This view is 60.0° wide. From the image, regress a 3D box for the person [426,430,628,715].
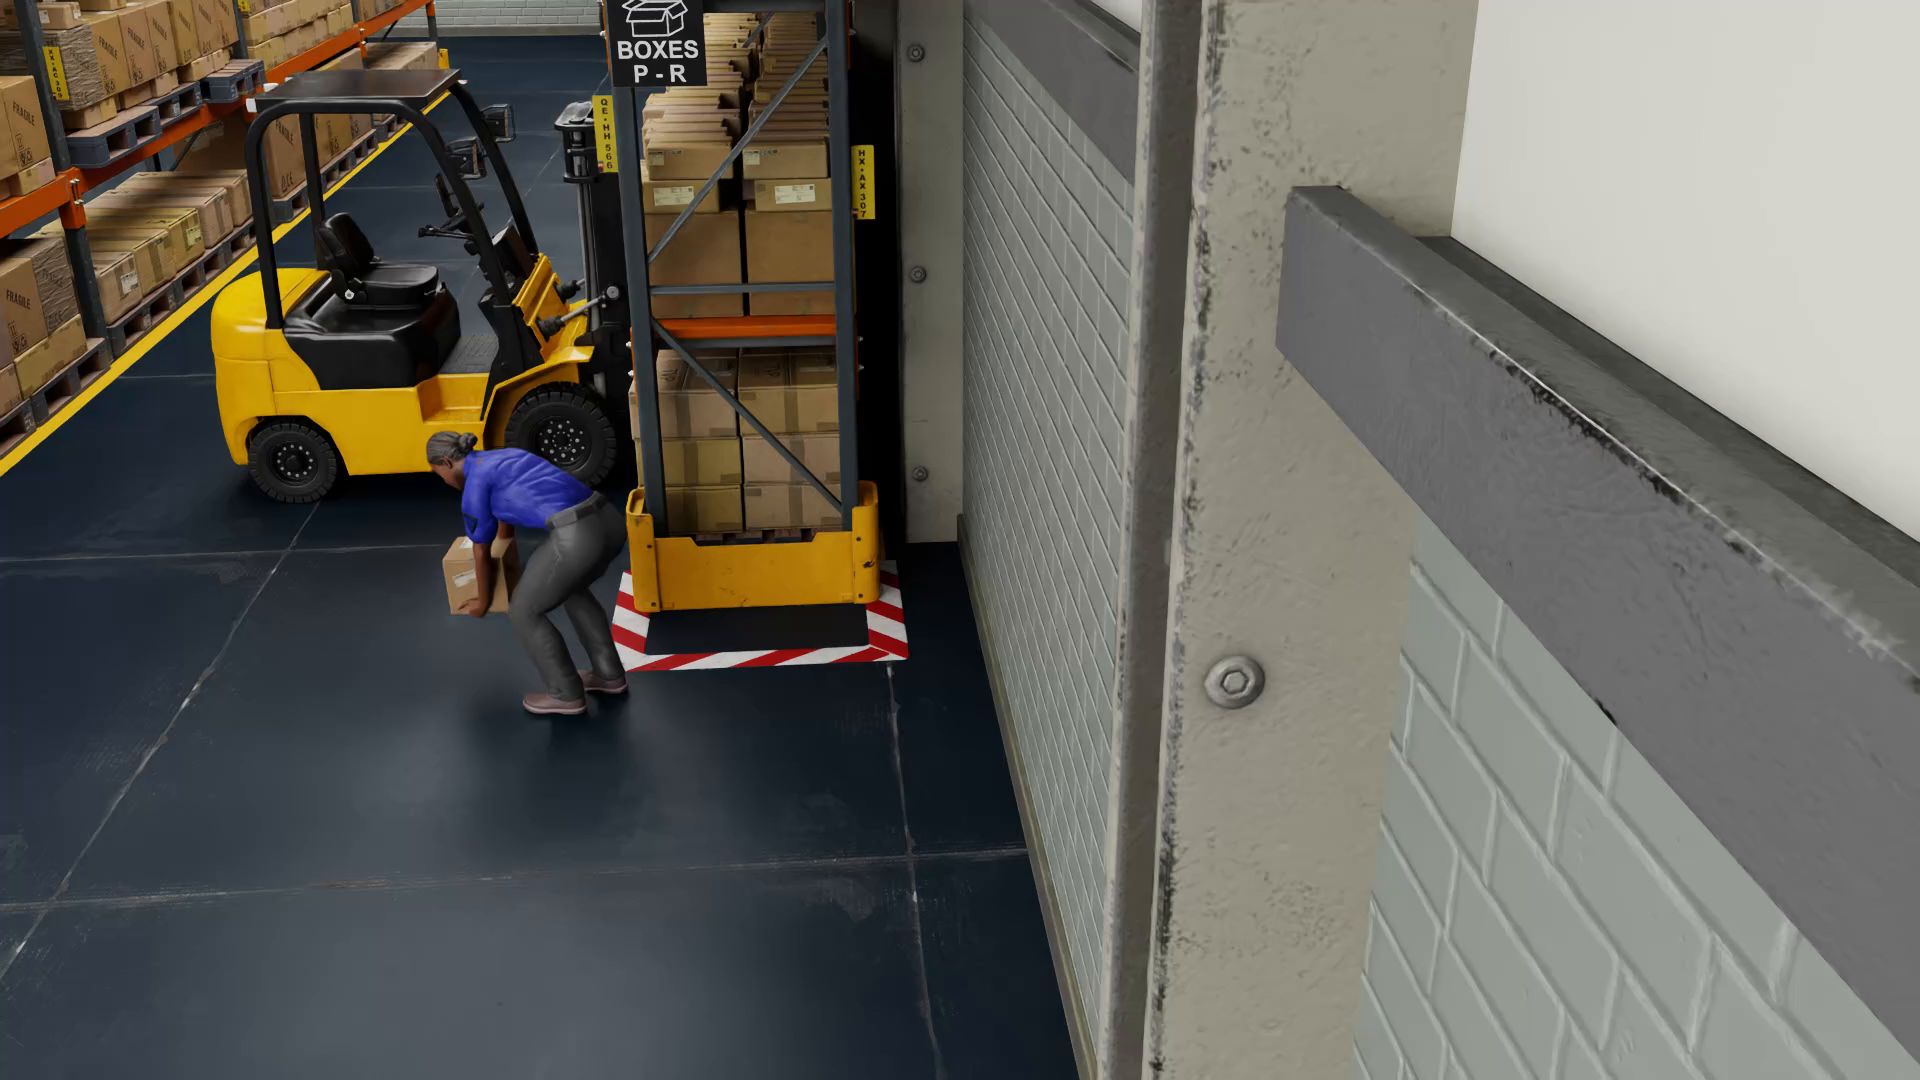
[{"bbox_3d":[-1.789,0.129,6.930,0.839,1.165,0.428,8,25,18],"label":"person"}]
